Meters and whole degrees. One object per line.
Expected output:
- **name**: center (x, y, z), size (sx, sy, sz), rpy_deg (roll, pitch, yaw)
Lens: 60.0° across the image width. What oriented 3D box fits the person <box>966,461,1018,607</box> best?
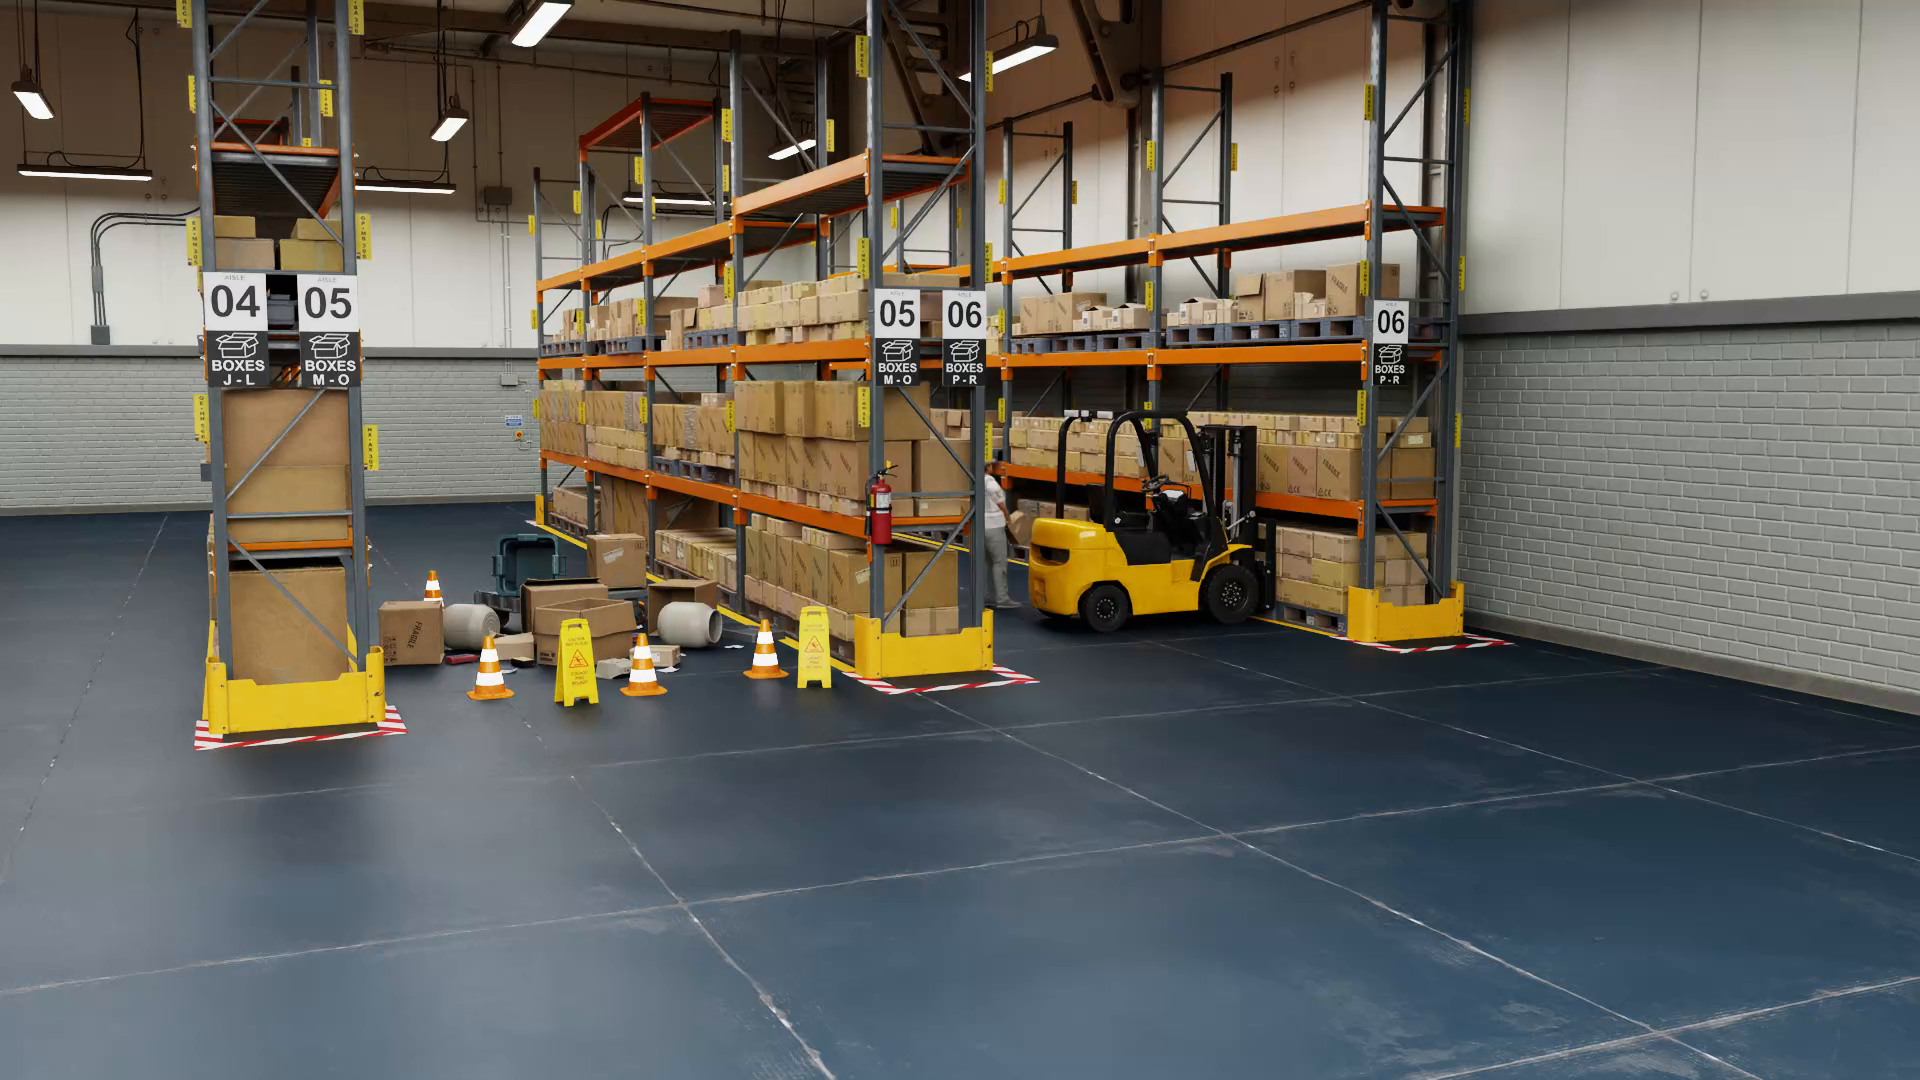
- **person**: center (0.329, -0.110, 18.047), size (0.559, 1.674, 0.428), rpy_deg (4, 7, 38)
